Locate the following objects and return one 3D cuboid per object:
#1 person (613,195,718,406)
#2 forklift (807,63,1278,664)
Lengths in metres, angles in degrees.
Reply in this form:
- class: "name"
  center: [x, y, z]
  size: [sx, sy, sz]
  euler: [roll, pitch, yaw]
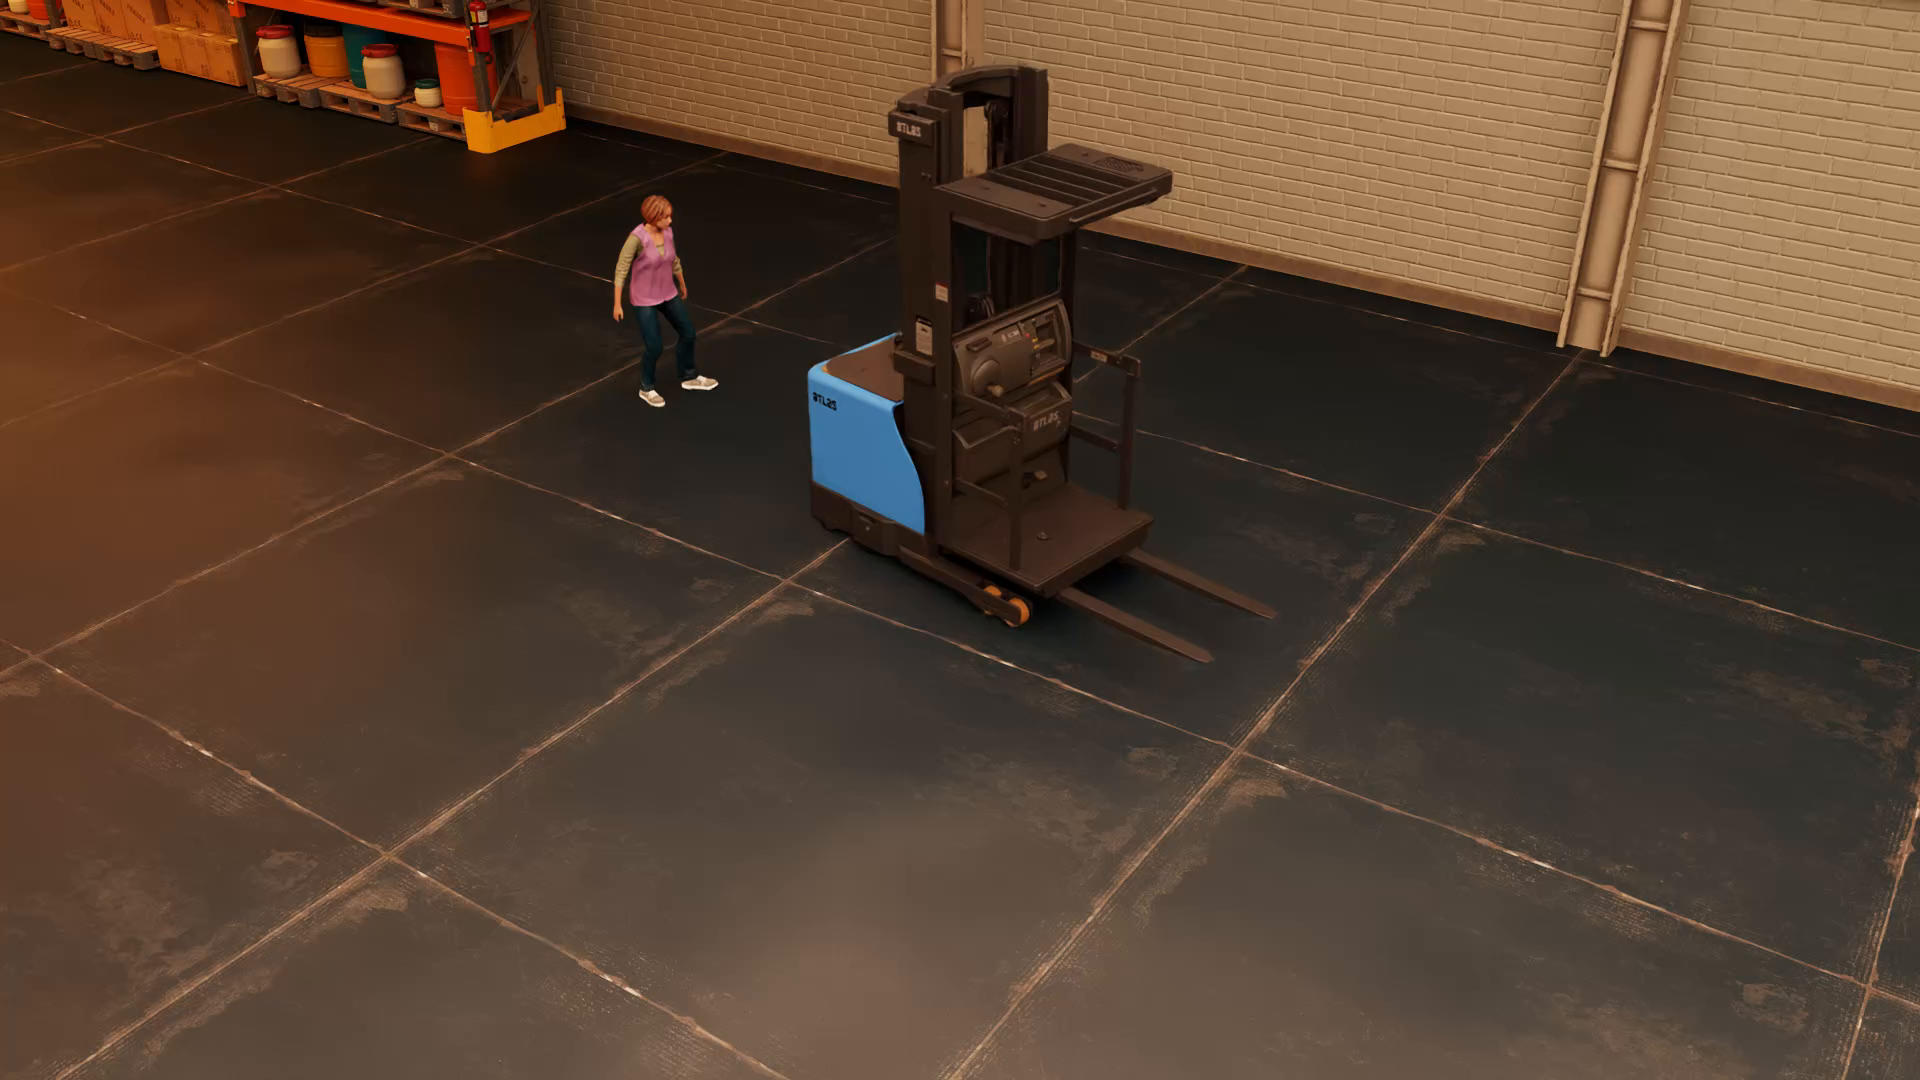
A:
- class: "person"
  center: [-2.155, -1.725, 11.936]
  size: [0.379, 1.555, 0.726]
  euler: [23, 37, 34]
- class: "forklift"
  center: [0.459, -1.059, 9.406]
  size: [3.031, 2.935, 1.130]
  euler: [25, 39, 37]
